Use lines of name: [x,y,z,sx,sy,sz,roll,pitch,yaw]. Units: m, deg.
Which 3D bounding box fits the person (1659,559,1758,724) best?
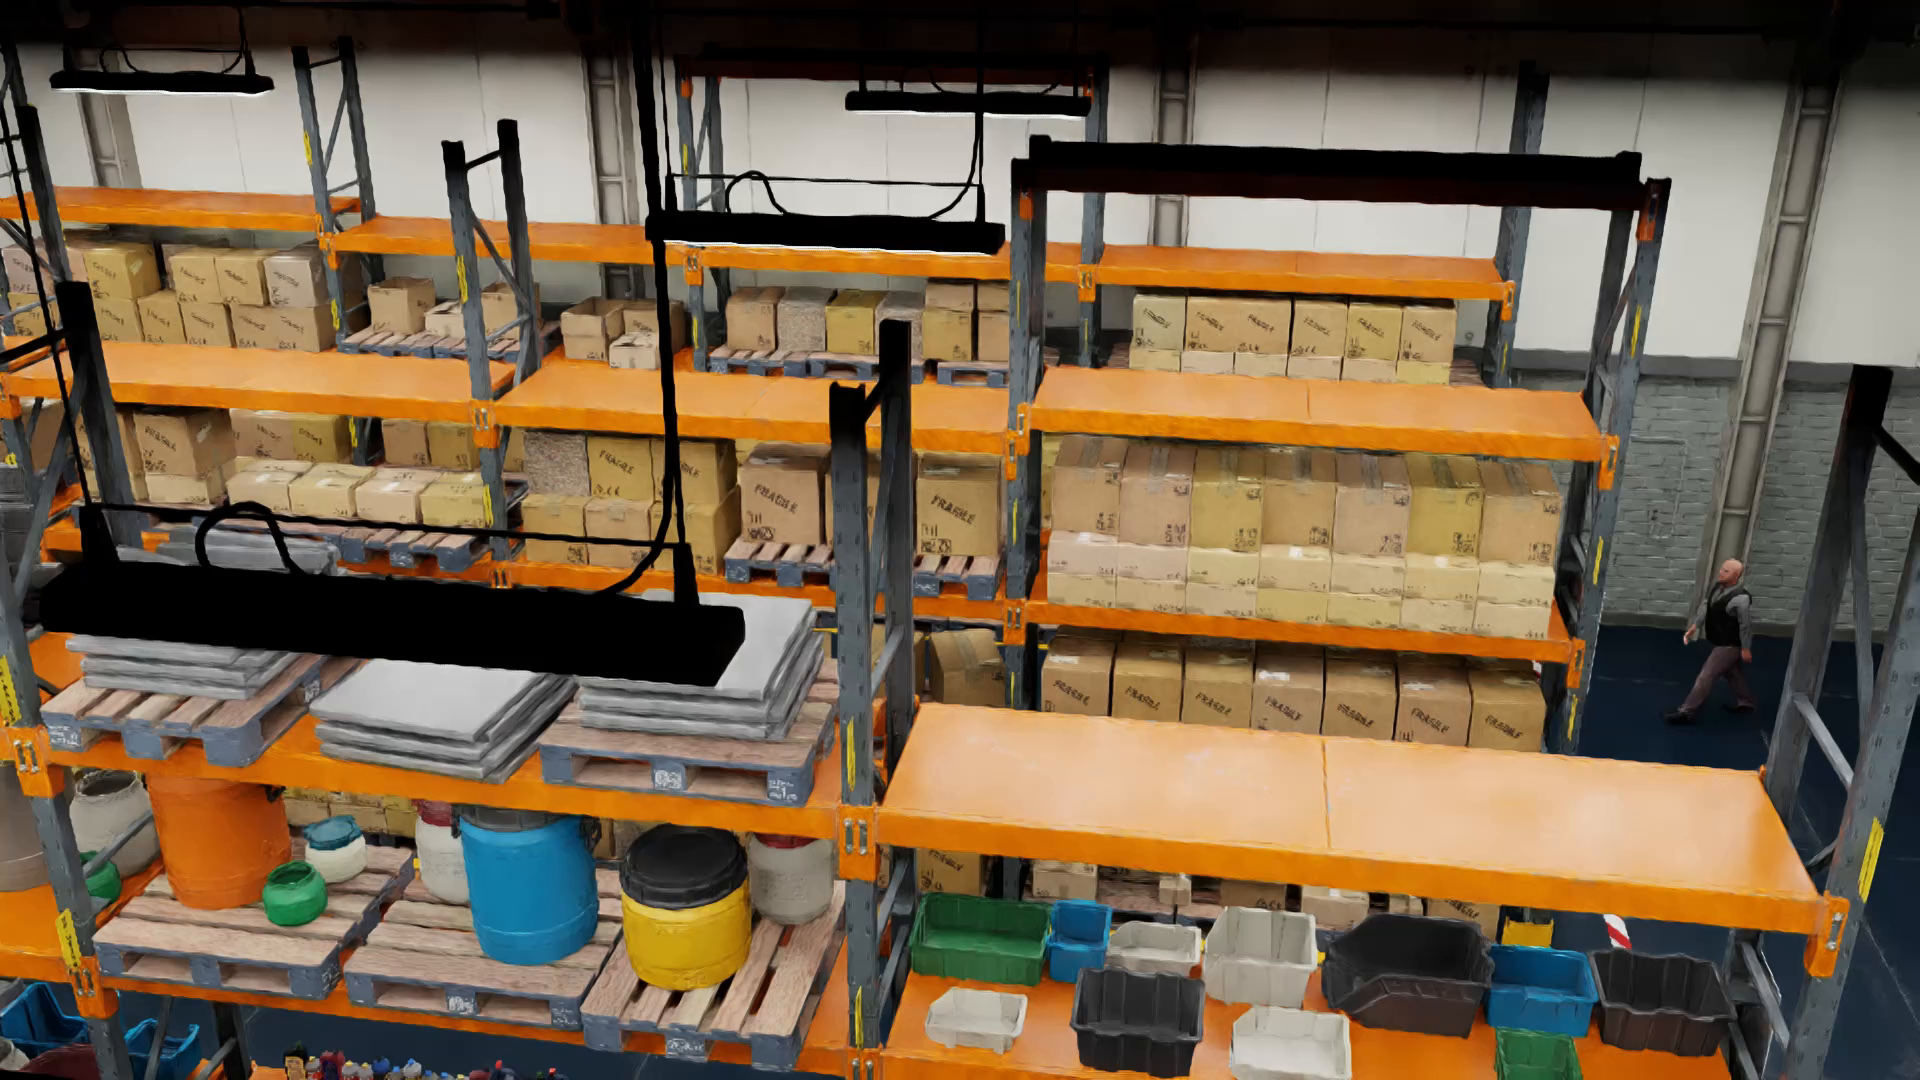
person: [7.293,0.952,15.963,1.026,1.664,0.538,1,23,1]
